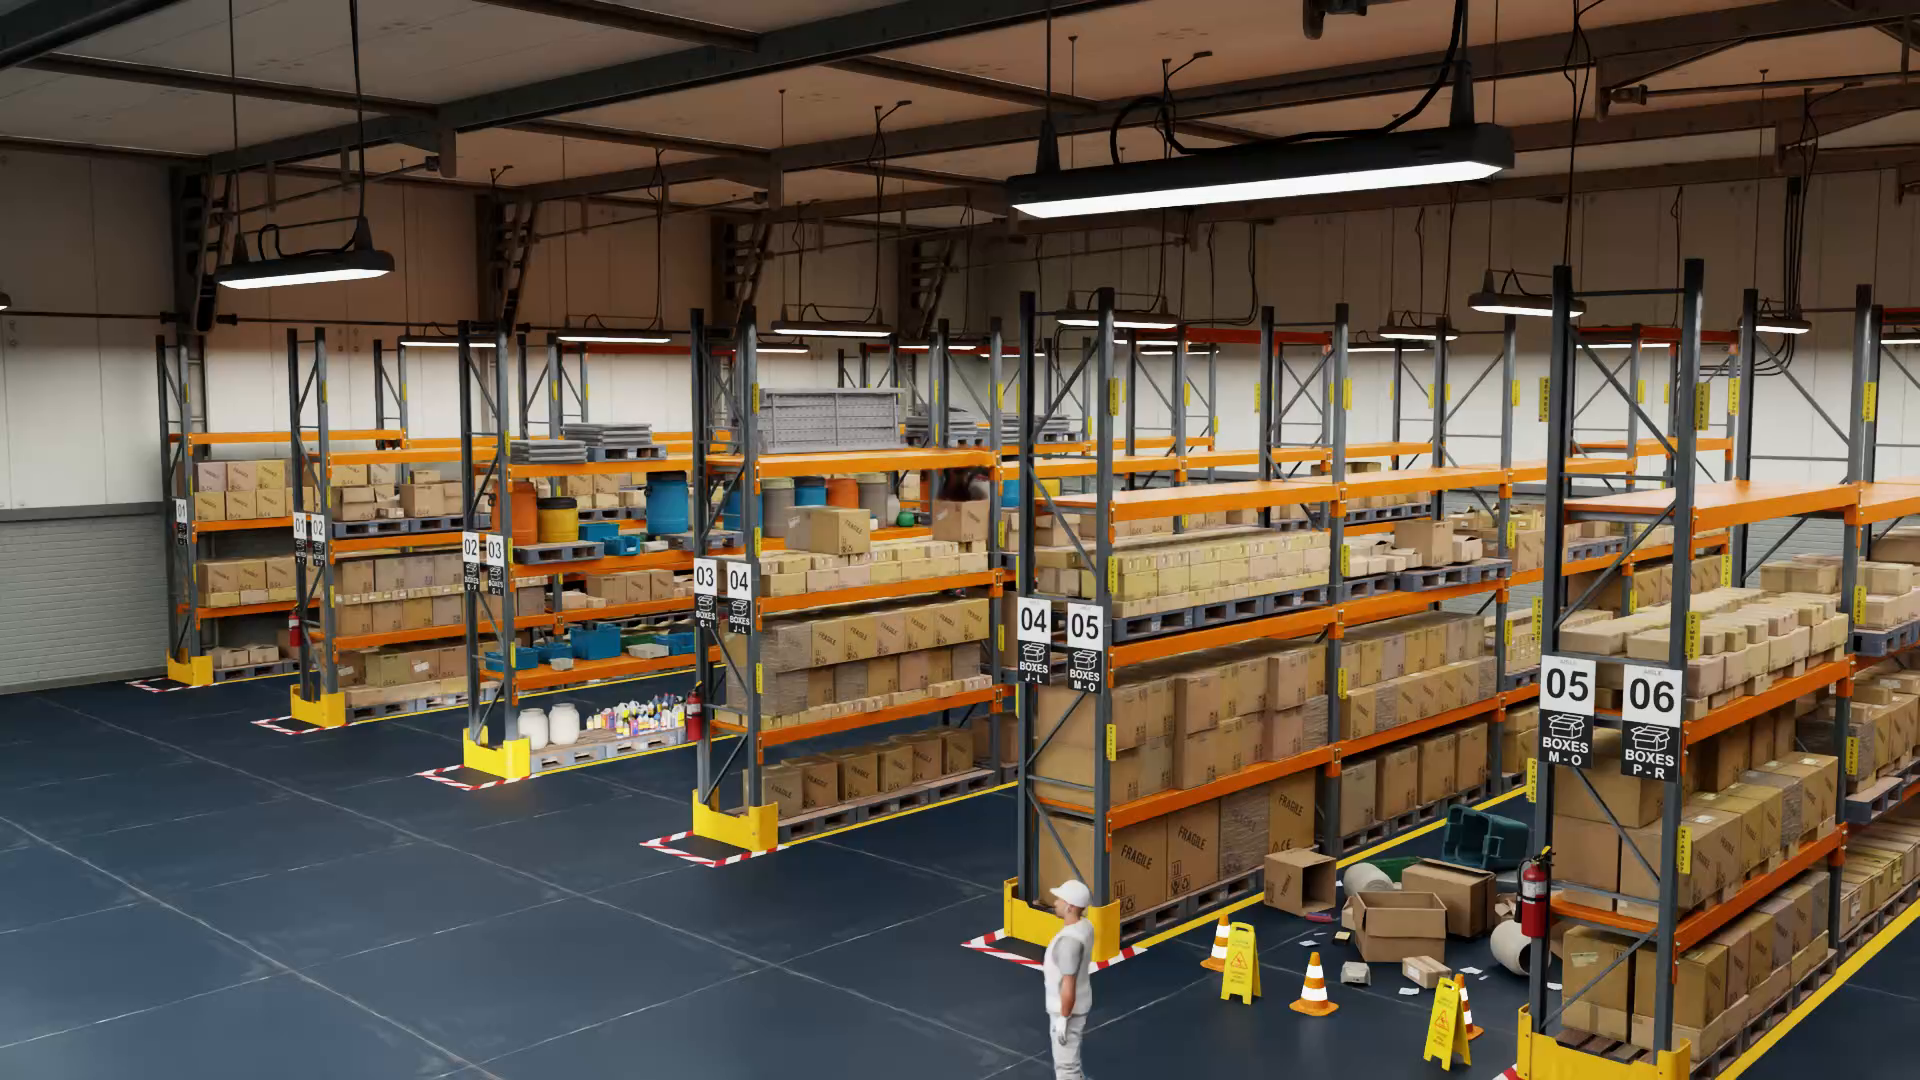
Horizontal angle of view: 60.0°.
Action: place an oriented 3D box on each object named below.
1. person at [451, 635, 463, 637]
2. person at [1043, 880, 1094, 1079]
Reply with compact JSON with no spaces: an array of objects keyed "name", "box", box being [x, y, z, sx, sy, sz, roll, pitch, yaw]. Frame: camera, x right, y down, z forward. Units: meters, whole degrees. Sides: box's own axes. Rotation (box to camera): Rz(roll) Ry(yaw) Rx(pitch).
[{"name":"person","box":[-9.423,1.418,30.915,0.484,1.664,0.447,-1,5,-8]},{"name":"person","box":[0.714,3.198,11.355,0.392,1.795,0.597,1,5,7]}]
